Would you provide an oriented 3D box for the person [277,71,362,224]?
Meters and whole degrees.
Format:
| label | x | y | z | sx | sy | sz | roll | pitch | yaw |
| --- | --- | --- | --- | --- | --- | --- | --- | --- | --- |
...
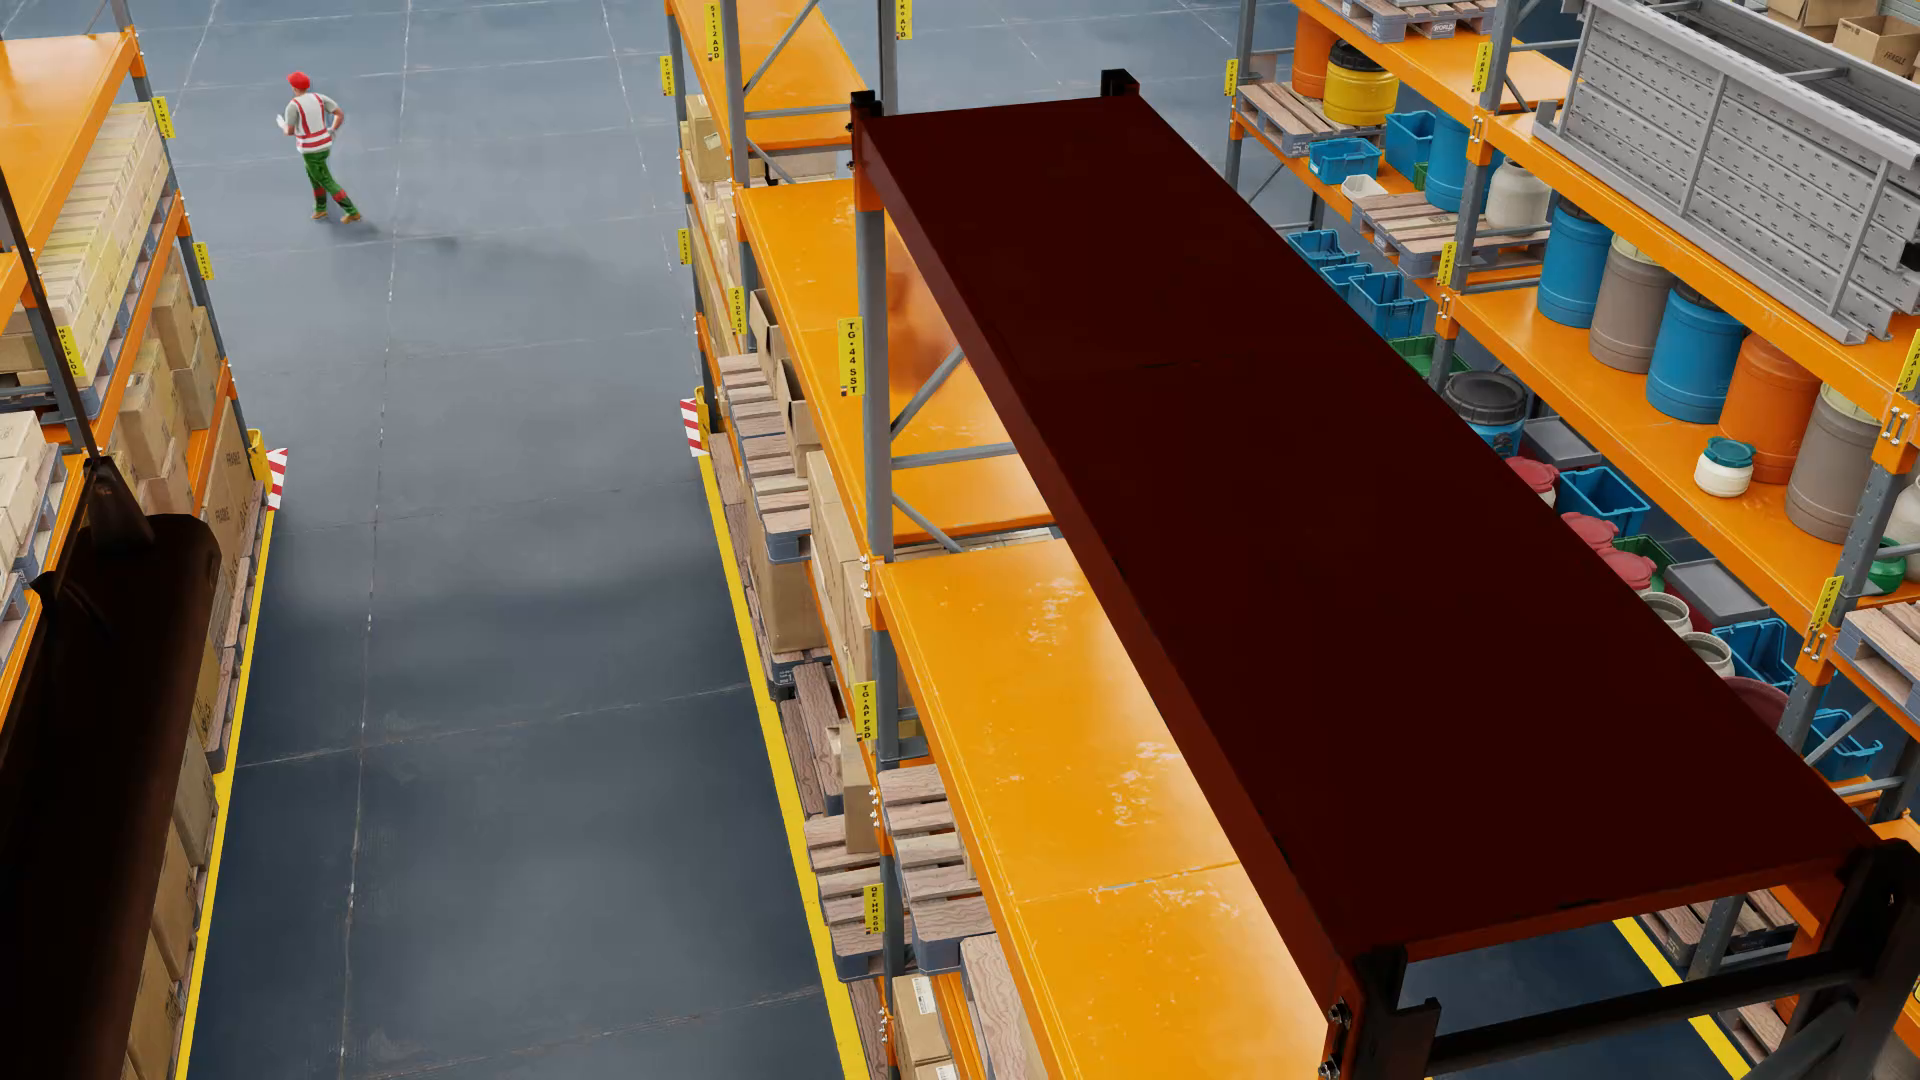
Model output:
| label | x | y | z | sx | sy | sz | roll | pitch | yaw |
| --- | --- | --- | --- | --- | --- | --- | --- | --- | --- |
| person | -7.343 | -4.422 | 18.971 | 0.845 | 1.839 | 0.623 | 14 | 37 | 19 |
